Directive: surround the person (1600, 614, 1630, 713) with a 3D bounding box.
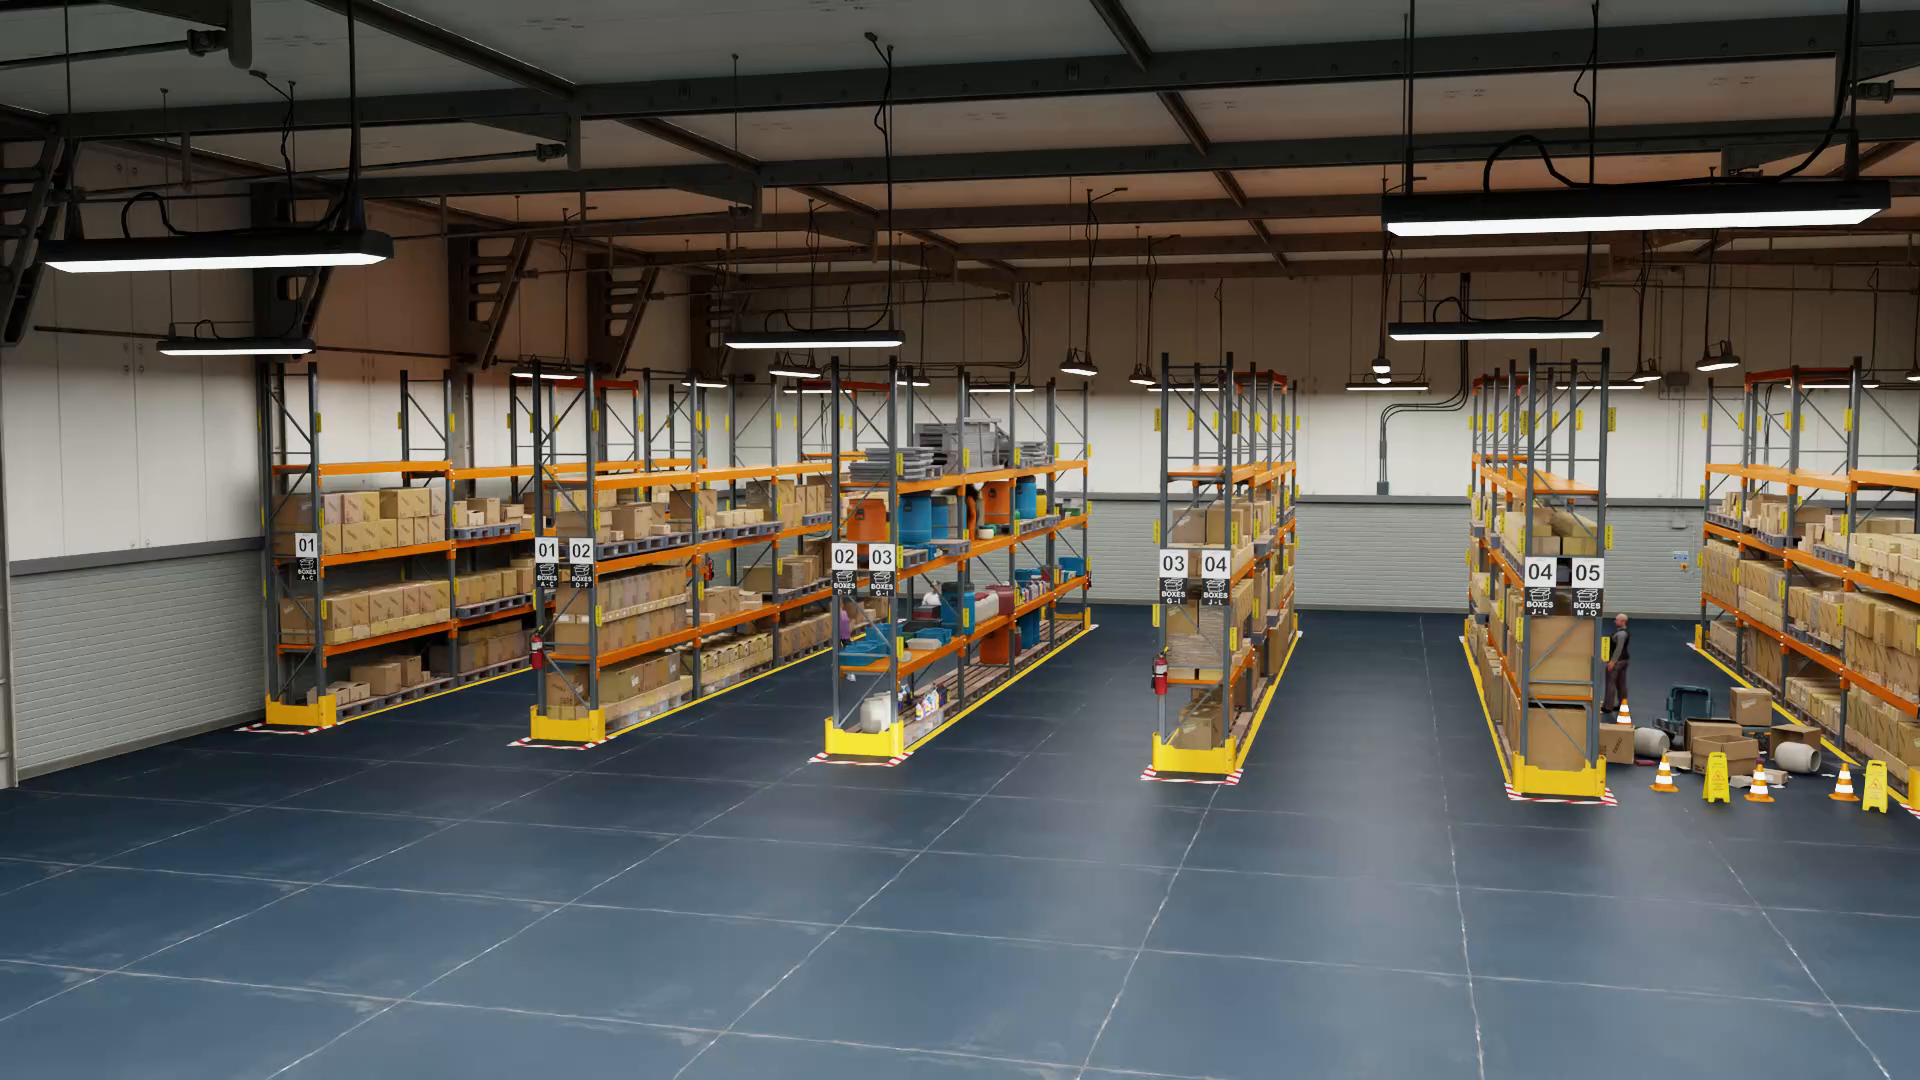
[{"bbox_3d":[11.359,2.134,28.777,0.604,1.724,0.475,-4,5,-42],"label":"person"}]

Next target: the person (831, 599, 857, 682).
[{"bbox_3d":[-2.260,1.924,31.973,0.484,1.613,0.413,-2,5,-30],"label":"person"}]

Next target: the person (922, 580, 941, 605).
[{"bbox_3d":[-0.596,1.691,35.428,0.572,1.689,0.915,1,4,15],"label":"person"}]
